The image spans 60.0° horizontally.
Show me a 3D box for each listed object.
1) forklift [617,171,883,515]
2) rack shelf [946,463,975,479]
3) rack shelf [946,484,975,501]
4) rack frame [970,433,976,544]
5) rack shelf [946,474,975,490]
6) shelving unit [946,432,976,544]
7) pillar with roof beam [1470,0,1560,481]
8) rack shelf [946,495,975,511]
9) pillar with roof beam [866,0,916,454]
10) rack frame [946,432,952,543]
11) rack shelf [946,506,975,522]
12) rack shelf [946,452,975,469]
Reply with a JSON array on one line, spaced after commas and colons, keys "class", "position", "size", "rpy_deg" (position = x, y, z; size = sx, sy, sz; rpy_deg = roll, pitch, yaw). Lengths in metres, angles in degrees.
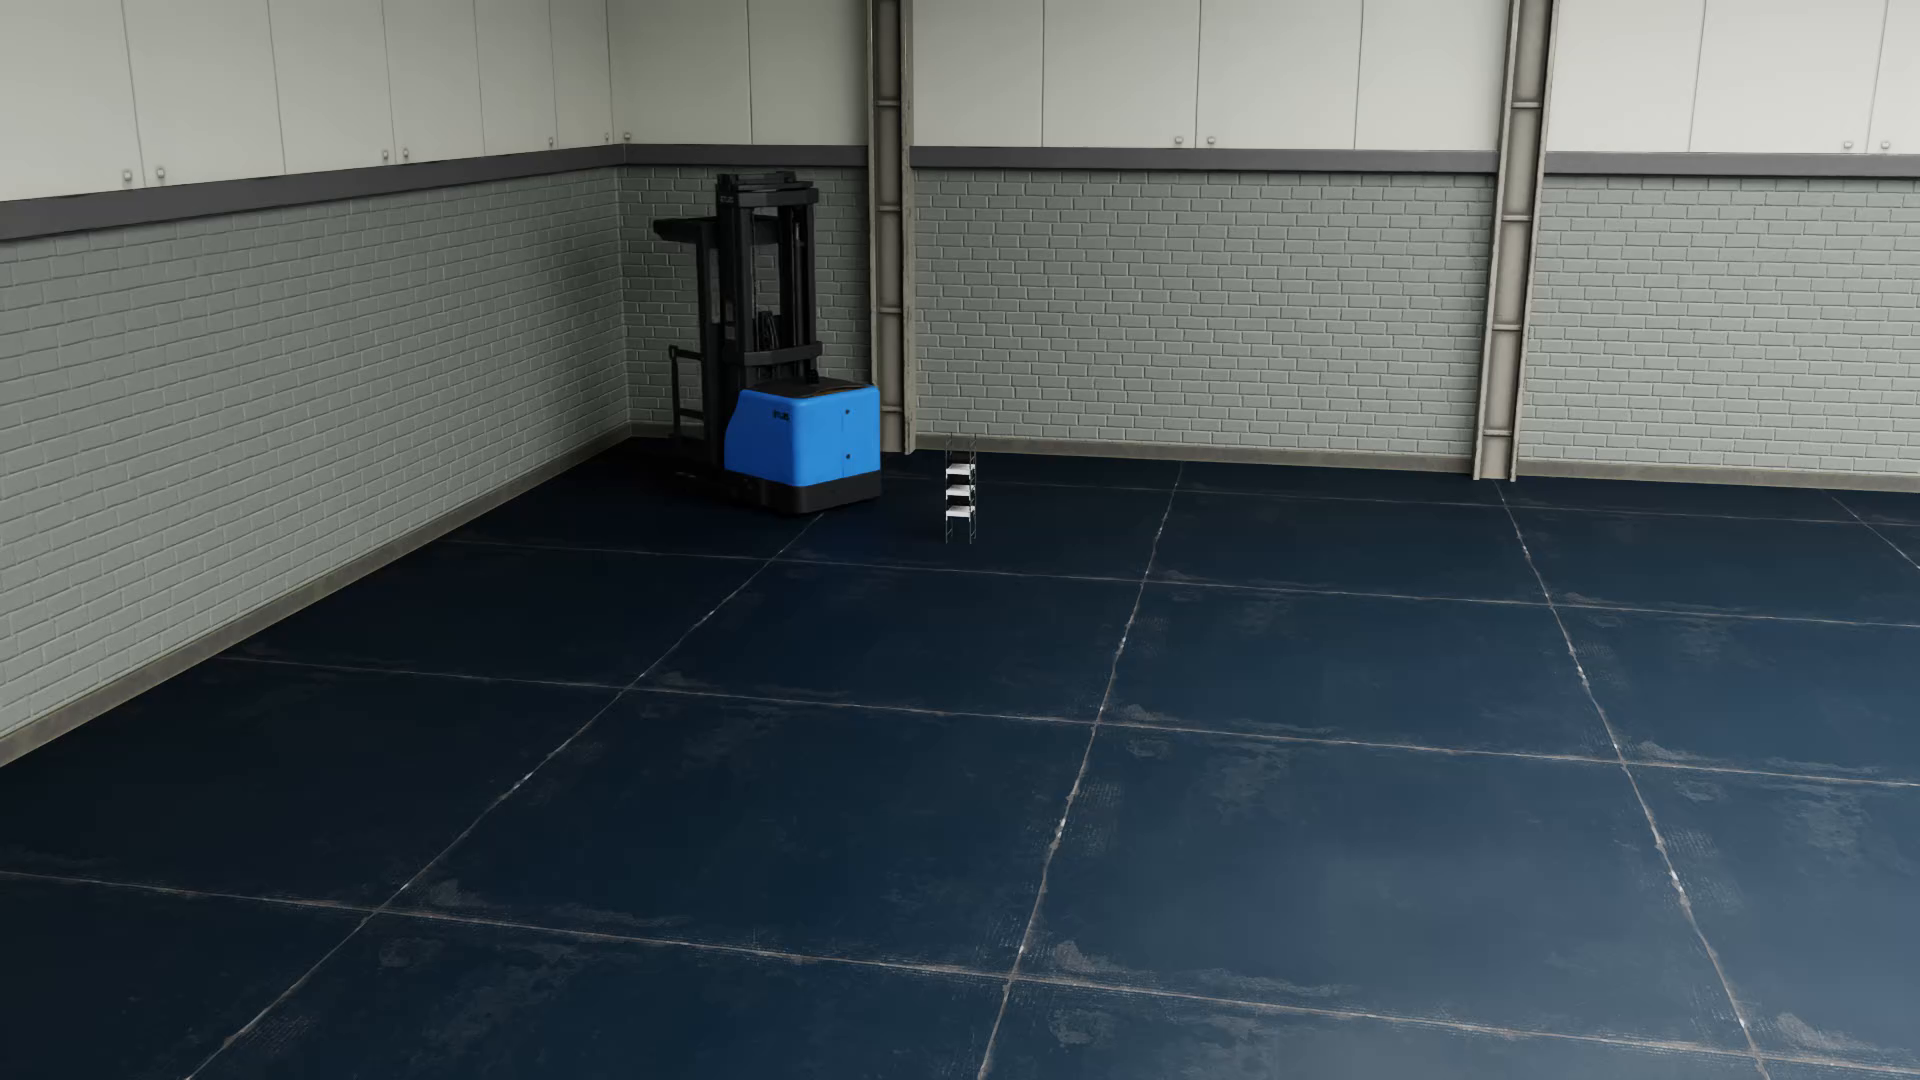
[{"class": "forklift", "position": [-2.115, -1.944, 15.520], "size": [3.031, 2.935, 1.130], "rpy_deg": [15, 21, 42]}, {"class": "rack shelf", "position": [0.008, -0.575, 13.831], "size": [0.200, 0.077, 0.258], "rpy_deg": [3, 16, 11]}, {"class": "rack shelf", "position": [0.008, -0.401, 13.879], "size": [0.200, 0.077, 0.258], "rpy_deg": [3, 16, 11]}, {"class": "rack frame", "position": [0.108, -0.428, 13.851], "size": [0.006, 0.900, 0.240], "rpy_deg": [3, 16, 11]}, {"class": "rack shelf", "position": [0.008, -0.488, 13.855], "size": [0.200, 0.077, 0.258], "rpy_deg": [3, 16, 11]}, {"class": "shelving unit", "position": [0.008, -0.433, 13.870], "size": [0.210, 0.900, 0.258], "rpy_deg": [3, 16, 11]}, {"class": "pillar with roof beam", "position": [4.336, -3.826, 10.946], "size": [0.400, 9.000, 9.100], "rpy_deg": [3, 16, 11]}, {"class": "rack shelf", "position": [0.008, -0.314, 13.903], "size": [0.200, 0.077, 0.258], "rpy_deg": [3, 16, 11]}, {"class": "pillar with roof beam", "position": [-1.544, -4.145, 12.098], "size": [0.400, 9.000, 9.100], "rpy_deg": [3, 16, 11]}, {"class": "rack frame", "position": [-0.092, -0.439, 13.890], "size": [0.006, 0.900, 0.240], "rpy_deg": [3, 16, 11]}, {"class": "rack shelf", "position": [0.008, -0.228, 13.927], "size": [0.200, 0.077, 0.258], "rpy_deg": [3, 16, 11]}, {"class": "rack shelf", "position": [0.008, -0.661, 13.807], "size": [0.200, 0.077, 0.258], "rpy_deg": [3, 16, 11]}]
